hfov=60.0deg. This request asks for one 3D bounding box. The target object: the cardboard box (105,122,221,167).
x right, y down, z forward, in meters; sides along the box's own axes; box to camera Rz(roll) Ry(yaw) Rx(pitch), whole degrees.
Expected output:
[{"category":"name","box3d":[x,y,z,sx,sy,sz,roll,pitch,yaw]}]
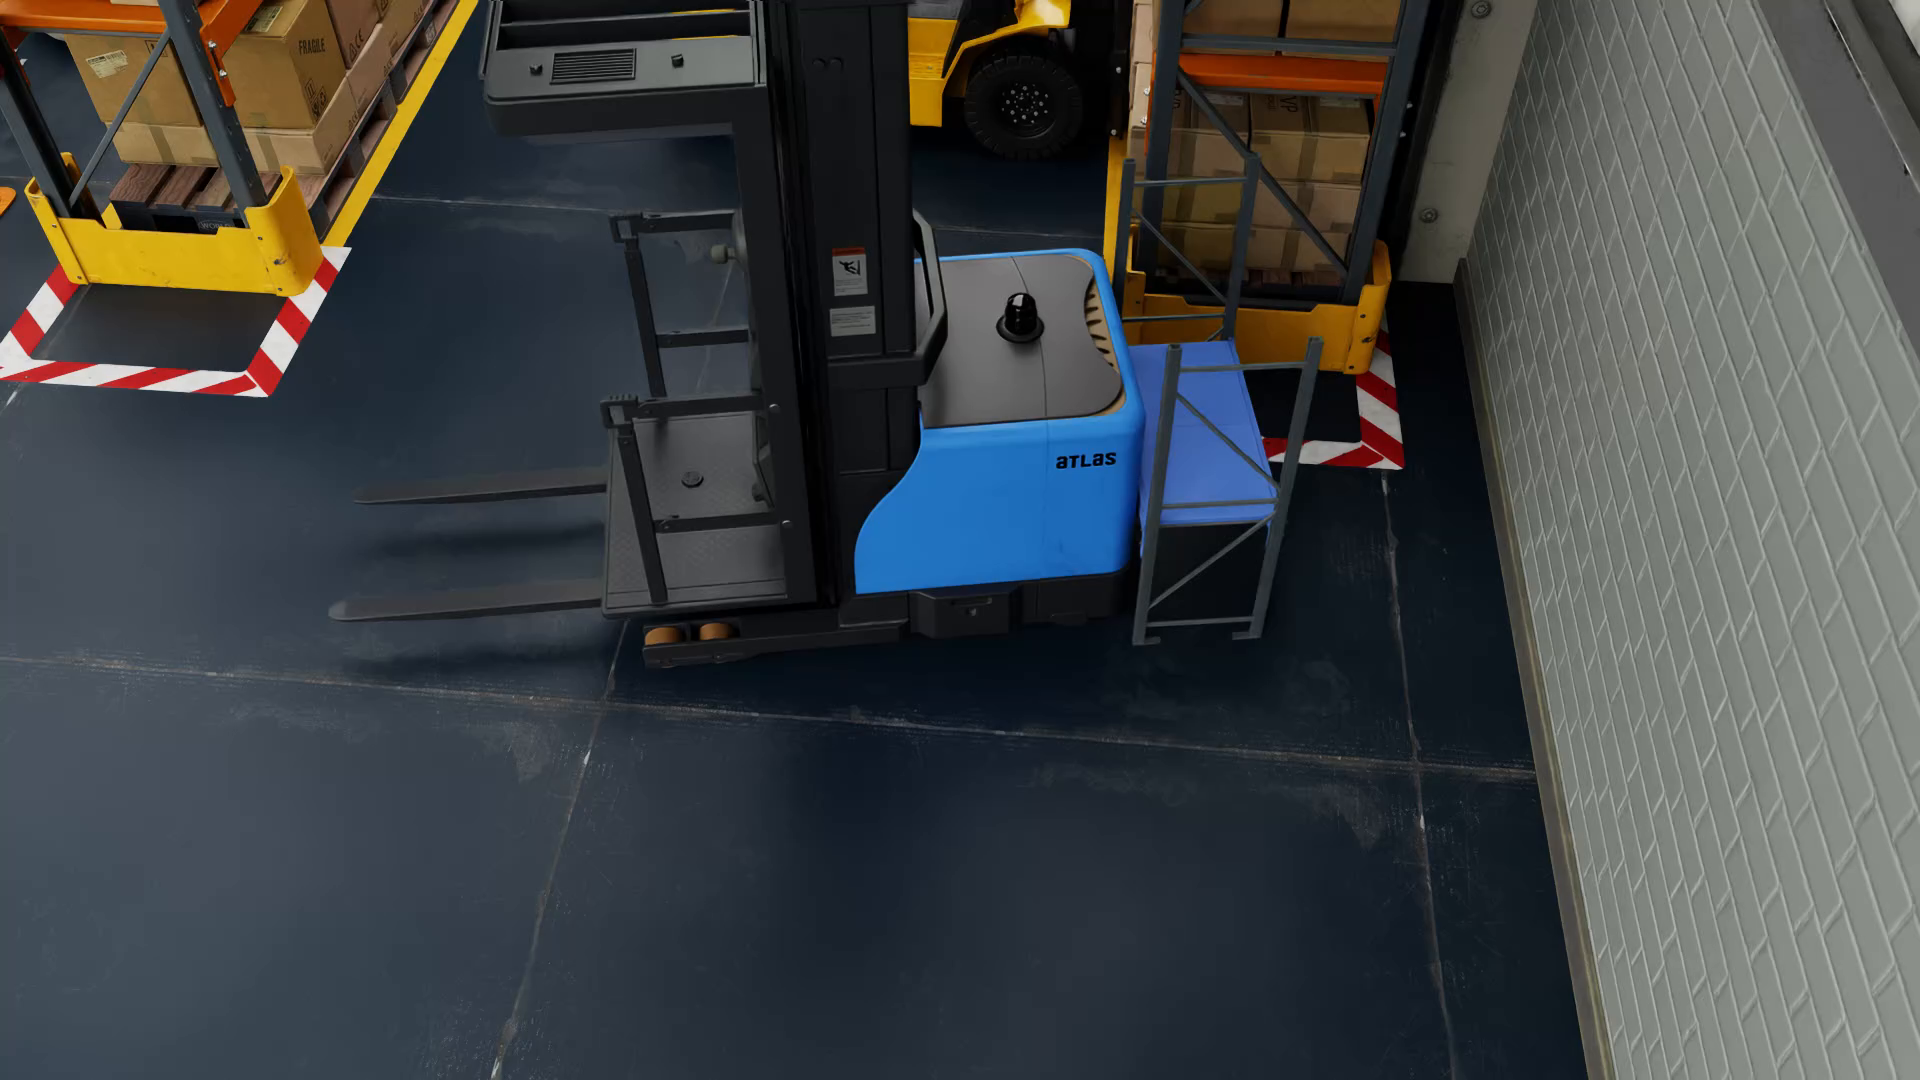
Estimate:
[{"category":"cardboard box","box3d":[-3.857,-2.108,8.250,0.500,0.250,0.500,4,48,3]}]

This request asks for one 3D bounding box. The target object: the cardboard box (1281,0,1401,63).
[{"category":"cardboard box","box3d":[1.600,-2.312,6.790,0.500,0.500,0.500,5,48,5]}]

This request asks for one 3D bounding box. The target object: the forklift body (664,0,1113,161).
[{"category":"forklift body","box3d":[-0.366,-3.163,8.211,2.313,2.155,1.214,4,48,4]}]

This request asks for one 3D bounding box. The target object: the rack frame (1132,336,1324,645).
[{"category":"rack frame","box3d":[0.915,-0.125,5.874,0.500,1.500,0.032,-3,48,-3]}]

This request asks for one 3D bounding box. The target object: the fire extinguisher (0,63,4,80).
[{"category":"fire extinguisher","box3d":[-4.135,-2.185,6.794,0.296,0.674,0.183,4,48,4]}]

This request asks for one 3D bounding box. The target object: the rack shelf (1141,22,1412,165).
[{"category":"rack shelf","box3d":[1.460,-3.160,8.121,1.077,0.370,4.000,4,48,4]}]

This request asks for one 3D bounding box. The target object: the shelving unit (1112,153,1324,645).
[{"category":"shelving unit","box3d":[0.877,-0.499,6.216,0.538,1.500,1.048,-3,48,-3]}]

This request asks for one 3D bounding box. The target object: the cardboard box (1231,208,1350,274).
[{"category":"cardboard box","box3d":[1.518,-1.495,7.689,0.500,0.250,0.500,4,48,4]}]

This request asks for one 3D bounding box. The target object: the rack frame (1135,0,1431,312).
[{"category":"rack frame","box3d":[1.278,-1.933,6.511,1.000,3.000,0.127,4,48,4]}]

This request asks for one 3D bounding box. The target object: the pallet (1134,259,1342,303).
[{"category":"pallet","box3d":[1.306,-1.557,8.057,1.003,0.211,1.213,4,48,4]}]

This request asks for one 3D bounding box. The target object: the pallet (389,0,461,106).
[{"category":"pallet","box3d":[-3.435,-2.868,9.256,1.003,0.211,1.213,4,48,4]}]

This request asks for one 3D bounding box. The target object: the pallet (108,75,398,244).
[{"category":"pallet","box3d":[-3.549,-1.973,8.438,1.003,0.211,1.213,4,48,4]}]

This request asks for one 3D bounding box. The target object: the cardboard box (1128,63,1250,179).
[{"category":"cardboard box","box3d":[1.009,-1.844,7.331,0.500,0.250,0.500,5,48,5]}]

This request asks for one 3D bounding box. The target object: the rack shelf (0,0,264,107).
[{"category":"rack shelf","box3d":[-3.483,-3.491,8.424,1.077,0.370,4.000,4,48,4]}]

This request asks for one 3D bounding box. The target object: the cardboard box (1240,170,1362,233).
[{"category":"cardboard box","box3d":[1.528,-1.647,7.490,0.500,0.250,0.500,5,48,4]}]

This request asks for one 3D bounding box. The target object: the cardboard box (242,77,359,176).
[{"category":"cardboard box","box3d":[-3.316,-2.052,8.199,0.500,0.250,0.500,4,48,3]}]

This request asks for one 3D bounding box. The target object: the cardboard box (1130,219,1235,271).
[{"category":"cardboard box","box3d":[1.006,-1.513,7.706,0.500,0.250,0.500,4,48,4]}]

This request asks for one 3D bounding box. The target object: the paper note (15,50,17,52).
[{"category":"paper note","box3d":[-5.335,-2.701,9.233,0.148,0.019,0.142,19,50,17]}]

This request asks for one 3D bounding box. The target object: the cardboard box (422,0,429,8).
[{"category":"cardboard box","box3d":[-3.177,-3.199,9.248,0.500,0.250,0.500,5,48,4]}]

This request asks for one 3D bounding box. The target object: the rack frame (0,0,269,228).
[{"category":"rack frame","box3d":[-3.665,-2.264,6.814,1.000,3.000,0.127,4,48,4]}]

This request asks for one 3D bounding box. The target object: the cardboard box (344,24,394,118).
[{"category":"cardboard box","box3d":[-3.262,-2.427,8.541,0.500,0.250,0.500,5,48,5]}]

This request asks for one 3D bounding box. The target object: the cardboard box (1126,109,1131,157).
[{"category":"cardboard box","box3d":[1.061,-1.878,8.040,0.500,0.250,0.500,4,48,4]}]

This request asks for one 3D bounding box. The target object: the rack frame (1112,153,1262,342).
[{"category":"rack frame","box3d":[0.839,-0.873,6.558,0.500,1.500,0.032,-3,48,-3]}]

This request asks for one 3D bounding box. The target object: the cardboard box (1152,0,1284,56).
[{"category":"cardboard box","box3d":[1.061,-2.346,6.821,0.500,0.500,0.500,3,48,3]}]

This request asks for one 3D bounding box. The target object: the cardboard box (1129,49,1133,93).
[{"category":"cardboard box","box3d":[1.094,-2.443,8.217,0.500,0.250,0.500,3,48,3]}]

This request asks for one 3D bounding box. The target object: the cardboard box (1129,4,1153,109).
[{"category":"cardboard box","box3d":[1.050,-2.219,7.674,0.500,0.250,0.500,5,48,4]}]

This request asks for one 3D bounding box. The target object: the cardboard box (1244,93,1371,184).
[{"category":"cardboard box","box3d":[1.510,-1.825,7.313,0.500,0.250,0.500,3,48,3]}]

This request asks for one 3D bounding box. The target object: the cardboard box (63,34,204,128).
[{"category":"cardboard box","box3d":[-3.852,-2.337,7.951,0.500,0.500,0.500,4,48,4]}]

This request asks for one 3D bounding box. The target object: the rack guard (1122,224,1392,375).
[{"category":"rack guard","box3d":[1.276,-1.072,7.417,1.175,0.500,0.348,4,48,4]}]

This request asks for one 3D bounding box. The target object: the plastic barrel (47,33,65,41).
[{"category":"plastic barrel","box3d":[-4.985,-3.014,9.246,0.421,0.421,0.512,-36,57,-28]}]

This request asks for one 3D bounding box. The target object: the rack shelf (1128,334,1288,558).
[{"category":"rack shelf","box3d":[0.877,-0.378,6.349,0.538,0.185,1.000,-3,48,-3]}]

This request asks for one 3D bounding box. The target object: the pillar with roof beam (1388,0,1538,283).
[{"category":"pillar with roof beam","box3d":[-2.048,-4.698,4.975,9.100,9.000,0.400,4,48,4]}]

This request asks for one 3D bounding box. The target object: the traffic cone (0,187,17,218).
[{"category":"traffic cone","box3d":[-4.911,-1.811,8.118,0.336,0.463,0.334,4,48,4]}]

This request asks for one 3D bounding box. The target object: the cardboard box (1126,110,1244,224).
[{"category":"cardboard box","box3d":[1.011,-1.694,7.533,0.500,0.250,0.500,3,48,3]}]

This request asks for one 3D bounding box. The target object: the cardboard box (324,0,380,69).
[{"category":"cardboard box","box3d":[-3.272,-2.707,8.290,0.500,0.500,0.500,2,48,2]}]

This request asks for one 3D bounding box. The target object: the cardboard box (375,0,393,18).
[{"category":"cardboard box","box3d":[-3.218,-3.075,8.626,0.500,0.500,0.500,5,48,4]}]

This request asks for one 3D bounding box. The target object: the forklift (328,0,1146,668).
[{"category":"forklift","box3d":[-0.892,-0.916,5.628,3.031,2.935,1.130,-5,48,-4]}]

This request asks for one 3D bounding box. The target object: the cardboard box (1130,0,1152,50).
[{"category":"cardboard box","box3d":[1.086,-2.591,8.014,0.500,0.250,0.500,4,48,4]}]

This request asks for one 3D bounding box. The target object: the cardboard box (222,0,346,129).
[{"category":"cardboard box","box3d":[-3.315,-2.323,7.938,0.500,0.500,0.500,2,48,2]}]

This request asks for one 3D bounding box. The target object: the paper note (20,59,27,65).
[{"category":"paper note","box3d":[-5.183,-2.617,9.163,0.032,0.001,0.123,4,48,4]}]

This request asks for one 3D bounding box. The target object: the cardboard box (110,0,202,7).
[{"category":"cardboard box","box3d":[-3.428,-2.415,7.122,0.380,0.149,0.250,4,48,4]}]

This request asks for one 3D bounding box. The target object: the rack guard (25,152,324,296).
[{"category":"rack guard","box3d":[-3.658,-1.476,7.787,1.175,0.500,0.348,4,48,4]}]

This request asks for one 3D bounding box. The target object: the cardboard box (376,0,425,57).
[{"category":"cardboard box","box3d":[-3.225,-2.828,8.909,0.500,0.250,0.500,7,48,6]}]
